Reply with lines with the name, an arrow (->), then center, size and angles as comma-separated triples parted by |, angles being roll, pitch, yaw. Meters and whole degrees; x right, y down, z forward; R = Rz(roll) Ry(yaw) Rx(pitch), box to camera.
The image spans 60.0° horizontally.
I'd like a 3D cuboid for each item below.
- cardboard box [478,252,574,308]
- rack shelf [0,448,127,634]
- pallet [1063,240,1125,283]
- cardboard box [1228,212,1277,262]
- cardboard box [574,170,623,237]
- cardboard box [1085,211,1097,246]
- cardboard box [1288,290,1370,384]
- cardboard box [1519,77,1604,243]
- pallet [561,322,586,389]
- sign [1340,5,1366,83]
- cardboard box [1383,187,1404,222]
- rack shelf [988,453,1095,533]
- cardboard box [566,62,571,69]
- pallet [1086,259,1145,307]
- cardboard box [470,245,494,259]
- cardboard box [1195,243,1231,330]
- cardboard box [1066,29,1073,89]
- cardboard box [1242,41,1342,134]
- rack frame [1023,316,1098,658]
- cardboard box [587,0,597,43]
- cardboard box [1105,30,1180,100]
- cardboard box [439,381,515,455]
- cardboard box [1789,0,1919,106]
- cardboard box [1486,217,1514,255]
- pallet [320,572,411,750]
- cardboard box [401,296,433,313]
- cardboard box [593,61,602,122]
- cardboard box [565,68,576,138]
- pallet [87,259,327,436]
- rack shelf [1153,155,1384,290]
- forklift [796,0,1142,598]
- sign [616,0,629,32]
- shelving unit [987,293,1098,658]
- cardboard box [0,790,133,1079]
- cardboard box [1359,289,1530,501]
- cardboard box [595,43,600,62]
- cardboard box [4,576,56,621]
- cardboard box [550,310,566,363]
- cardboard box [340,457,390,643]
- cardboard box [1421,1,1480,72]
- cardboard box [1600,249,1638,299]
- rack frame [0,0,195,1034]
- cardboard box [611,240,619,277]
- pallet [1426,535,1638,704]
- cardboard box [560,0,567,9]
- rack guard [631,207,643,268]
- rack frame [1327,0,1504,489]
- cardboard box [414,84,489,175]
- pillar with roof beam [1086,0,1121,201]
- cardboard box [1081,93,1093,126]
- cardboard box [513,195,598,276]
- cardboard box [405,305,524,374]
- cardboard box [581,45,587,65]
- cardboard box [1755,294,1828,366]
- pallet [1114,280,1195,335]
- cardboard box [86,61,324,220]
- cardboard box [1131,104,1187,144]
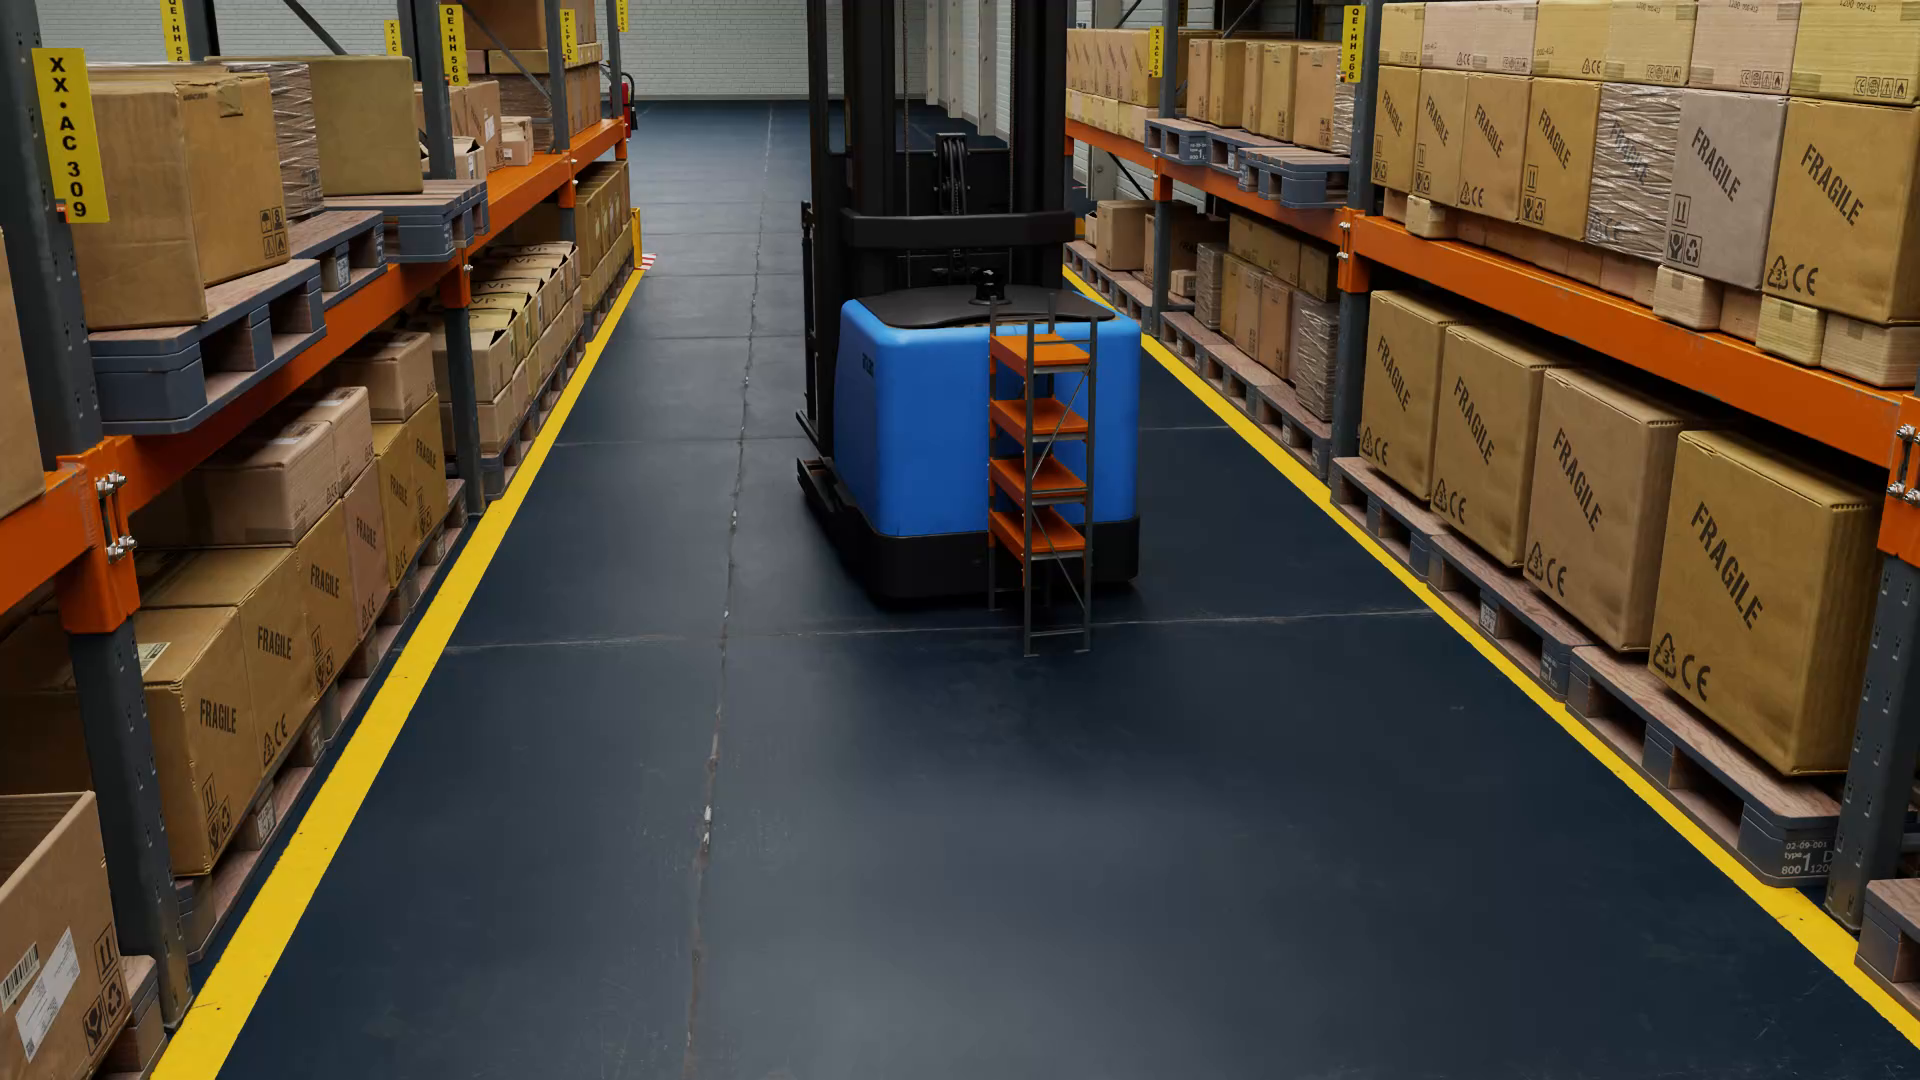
cardboard box -> -2.683, -1.613, 10.260 | 0.500, 0.311, 0.500 | -1, 17, -4
rack shelf -> -2.038, 0.599, 1.462 | 1.077, 0.370, 4.000 | -2, 18, -6
pallet -> 1.501, -2.473, 14.703 | 1.003, 0.211, 1.213 | -2, 18, -6
cardboard box -> 1.998, -1.903, 10.417 | 0.500, 0.250, 0.500 | -2, 18, -7
cardboard box -> -3.013, -2.714, 13.450 | 0.500, 0.500, 0.500 | -2, 18, -6
cardboard box -> 1.426, -2.788, 14.803 | 0.500, 0.311, 0.500 | -4, 18, -12
cardboard box -> 2.206, -1.073, 9.027 | 0.700, 0.500, 0.500 | -2, 18, -6
cardboard box -> 2.221, -1.273, 5.529 | 0.500, 0.500, 0.500 | -1, 17, -4
pallet -> -2.955, -1.175, 10.567 | 1.003, 0.211, 1.213 | -2, 18, -6
sign -> 1.731, -2.181, 7.316 | 0.100, 0.325, 0.005 | -2, 18, -6
cardboard box -> 2.073, -1.470, 7.239 | 0.380, 0.149, 0.250 | -2, 18, -6
rack shelf -> 0.283, -0.174, 5.953 | 0.258, 0.148, 0.480 | -4, 18, -13
cardboard box -> -3.011, -3.471, 11.976 | 0.380, 0.149, 0.250 | -2, 18, -7
pallet -> 1.624, -2.111, 13.548 | 1.003, 0.211, 1.213 | -2, 18, -6
cardboard box -> -3.275, -1.749, 10.693 | 0.500, 0.311, 0.500 | -2, 18, -5
cardboard box -> 1.949, -1.676, 10.947 | 0.700, 0.500, 0.500 | -1, 17, -4
cardboard box -> 1.195, -4.214, 14.556 | 0.500, 0.500, 0.500 | -2, 18, -6
cardboard box -> 2.025, -2.621, 9.616 | 0.700, 0.500, 0.500 | 1, 17, 2
rack frame -> 0.341, -0.167, 5.706 | 0.240, 1.200, 0.015 | -4, 18, -13
cardboard box -> -3.442, -4.427, 13.937 | 0.700, 0.500, 0.500 | -2, 18, -5
cardboard box -> 1.402, -3.604, 12.613 | 0.500, 0.500, 0.500 | -2, 18, -7
cardboard box -> -2.419, -0.585, 7.924 | 0.500, 0.250, 0.500 | -2, 18, -6
cardboard box -> 2.380, -1.182, 3.987 | 0.500, 0.250, 0.500 | -1, 17, -4
cardboard box -> 2.218, -1.165, 6.267 | 0.380, 0.149, 0.250 | -1, 17, -4
pallet -> -2.495, 0.385, 5.599 | 1.003, 0.211, 1.213 | -2, 18, -6
cardboard box -> -3.066, -1.141, 8.758 | 0.500, 0.311, 0.500 | -2, 18, -6
cardboard box -> -3.447, -3.824, 14.181 | 0.700, 0.500, 0.500 | -2, 18, -6
cardboard box -> -3.231, -3.210, 12.227 | 0.700, 0.500, 0.500 | -2, 17, -5
pallet -> -2.219, -0.490, 4.051 | 1.003, 0.211, 1.213 | -2, 18, -6
rack shelf -> 2.063, -1.939, 9.545 | 1.077, 0.370, 4.000 | -2, 18, -6
forklift -> -0.149, -1.581, 7.321 | 1.130, 2.935, 3.031 | -4, 18, -13
sign -> -2.941, -4.593, 14.472 | 0.100, 0.325, 0.005 | -2, 18, -6
shelving unit -> 0.283, -0.238, 5.933 | 0.258, 1.200, 0.503 | -4, 18, -13
cardboard box -> -1.904, 0.804, 3.048 | 0.500, 0.500, 0.500 | -2, 18, -6
cardboard box -> 2.215, -0.638, 7.088 | 0.750, 0.750, 0.750 | -2, 18, -6
cardboard box -> -3.225, -4.087, 13.936 | 0.380, 0.149, 0.250 | -1, 17, -4
cardboard box -> -2.623, 0.357, 4.471 | 0.500, 0.500, 0.500 | -2, 18, -5
cardboard box -> -2.635, -1.194, 9.863 | 0.500, 0.250, 0.500 | -1, 17, -4
cardboard box -> -2.214, 0.033, 5.504 | 0.500, 0.500, 0.500 | -2, 18, -8
cardboard box -> 2.116, -1.940, 6.399 | 0.500, 0.250, 0.500 | -2, 18, -6
cardboard box -> 2.278, -0.856, 5.281 | 0.380, 0.149, 0.250 | -2, 18, -7
rack frame -> -2.245, -0.340, 3.253 | 1.000, 3.000, 0.127 | -2, 18, -6
cardboard box -> -2.967, -2.207, 13.087 | 0.500, 0.250, 0.500 | -2, 18, -6
pallet -> 2.399, 0.244, 6.047 | 1.003, 0.211, 1.213 | -2, 18, -6
cardboard box -> -3.226, -3.822, 12.011 | 0.700, 0.500, 0.500 | -2, 18, -6
rack guard -> -3.485, -2.730, 15.038 | 1.175, 0.500, 0.348 | -2, 18, -6
rack frame -> 2.270, -1.686, 7.540 | 1.000, 3.000, 0.127 | -2, 18, -6
cardboard box -> -2.901, -2.236, 9.124 | 0.500, 0.500, 0.500 | -2, 18, -6
pillar with roof beam -> -2.524, -8.405, 18.924 | 9.100, 9.000, 0.400 | -2, 18, -6
cardboard box -> 1.293, -3.546, 13.681 | 0.500, 0.250, 0.500 | -2, 18, -7
cardboard box -> -2.806, -2.118, 11.552 | 0.500, 0.500, 0.500 | -2, 18, -6
cardboard box -> -2.482, -1.009, 8.337 | 0.500, 0.311, 0.500 | -2, 18, -7
cardboard box -> -3.118, -3.779, 12.956 | 0.380, 0.149, 0.250 | -1, 17, -4
cardboard box -> 2.316, -0.550, 4.308 | 0.380, 0.149, 0.250 | -1, 17, -5
pallet -> 1.753, -1.746, 12.387 | 1.003, 0.211, 1.213 | -2, 18, -6
cardboard box -> -2.576, -1.317, 5.498 | 0.700, 0.500, 0.500 | 1, 17, 5
cardboard box -> 1.507, -2.948, 11.775 | 0.500, 0.250, 0.500 | -2, 18, -6
